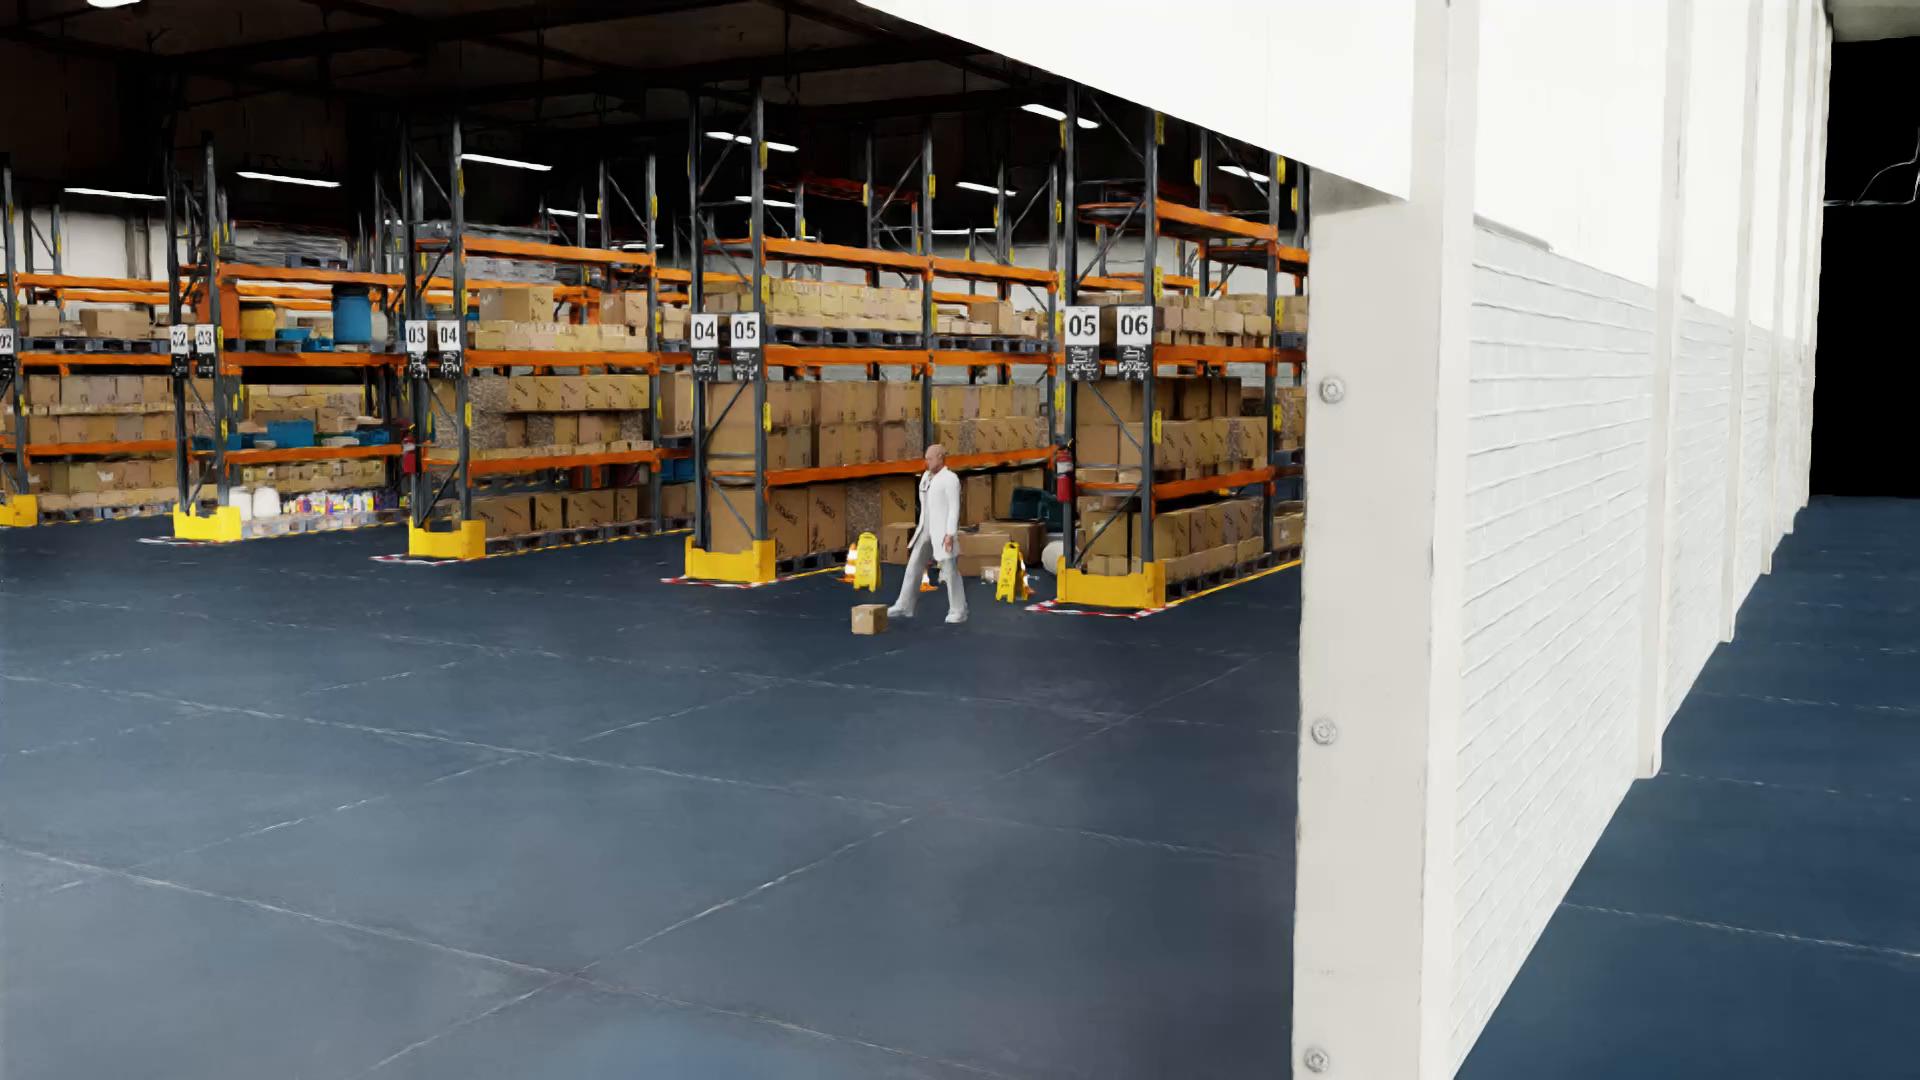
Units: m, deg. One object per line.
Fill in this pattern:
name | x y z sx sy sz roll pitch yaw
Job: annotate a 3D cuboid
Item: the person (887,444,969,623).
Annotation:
person | -0.312 -0.068 16.547 0.733 1.770 0.749 -4 7 -37
